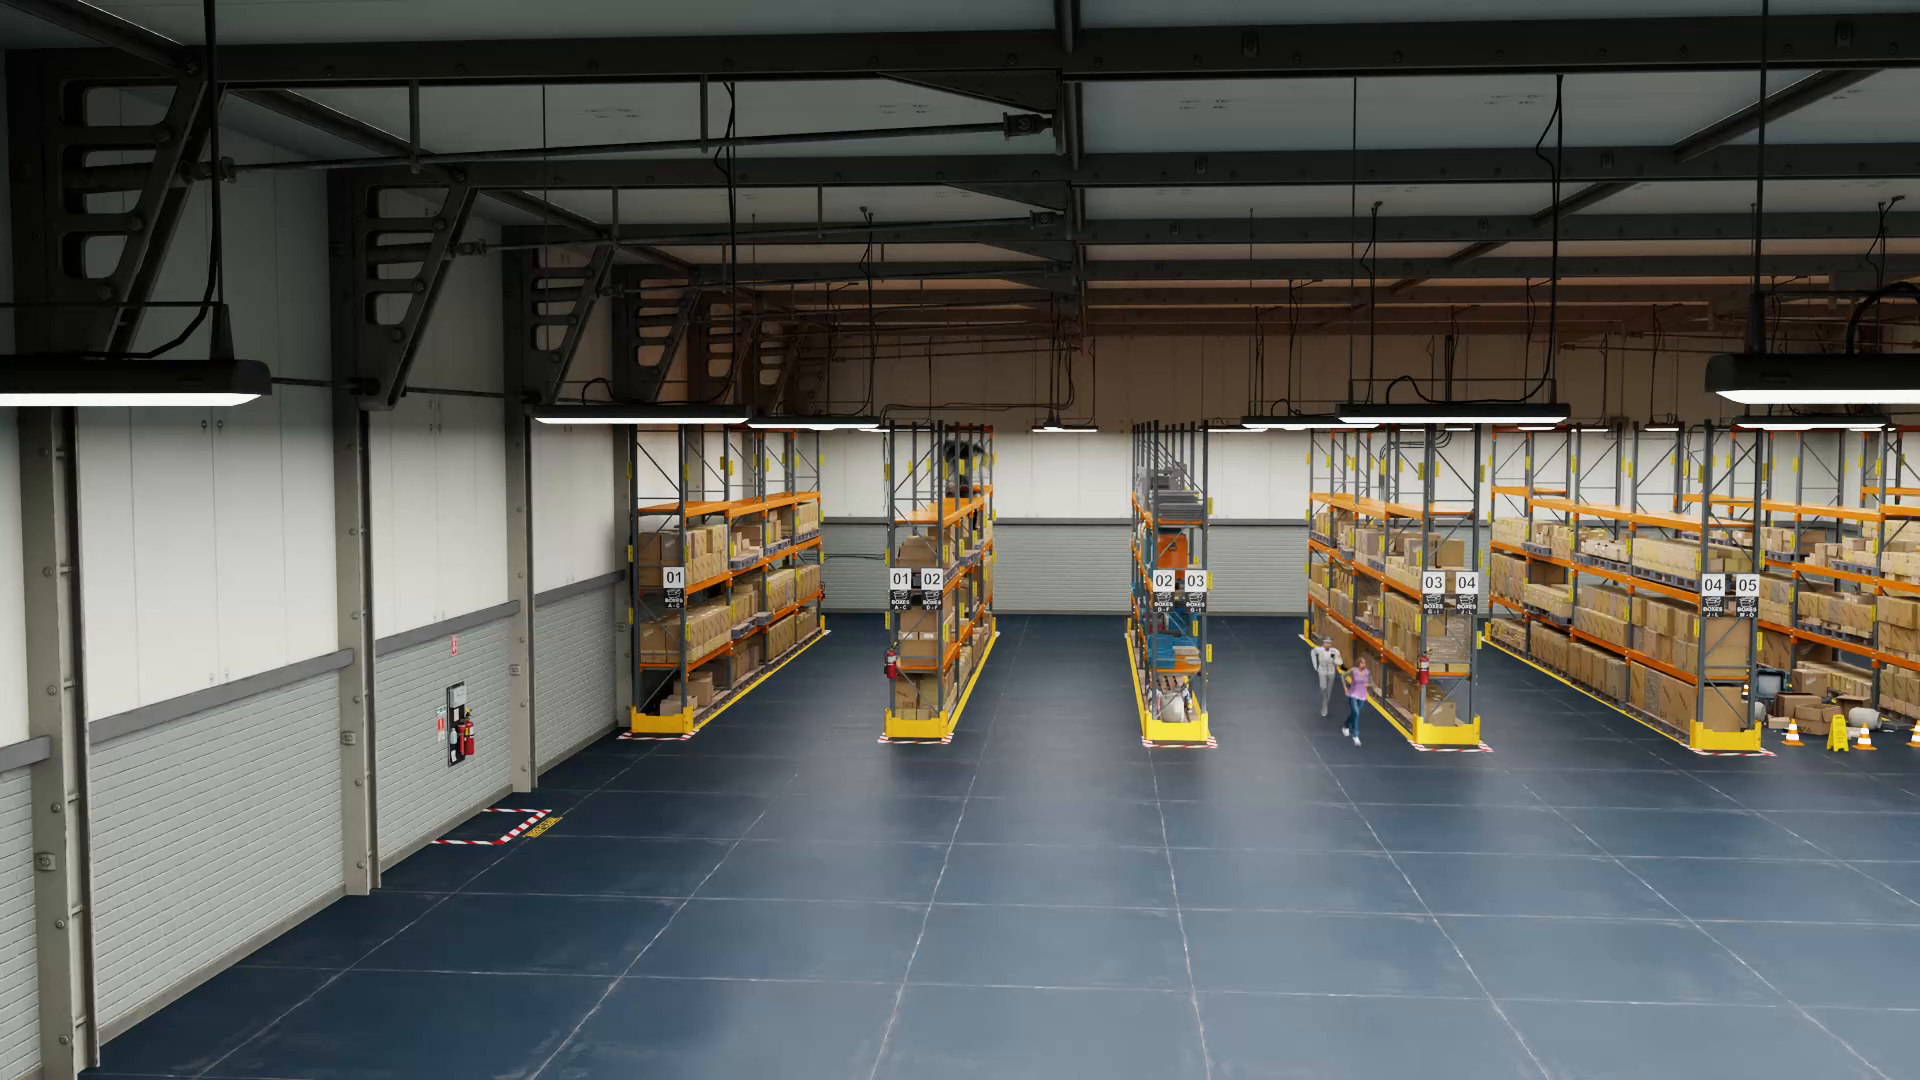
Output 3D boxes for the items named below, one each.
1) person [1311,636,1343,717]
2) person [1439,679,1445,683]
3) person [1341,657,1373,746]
[{"bbox_3d":[7.468,2.753,33.887,0.602,1.655,0.888,0,4,5],"label":"person"},{"bbox_3d":[11.195,2.422,38.845,0.663,1.777,0.994,0,4,6],"label":"person"},{"bbox_3d":[7.402,2.977,30.993,0.529,1.612,0.829,-1,4,-11],"label":"person"}]
